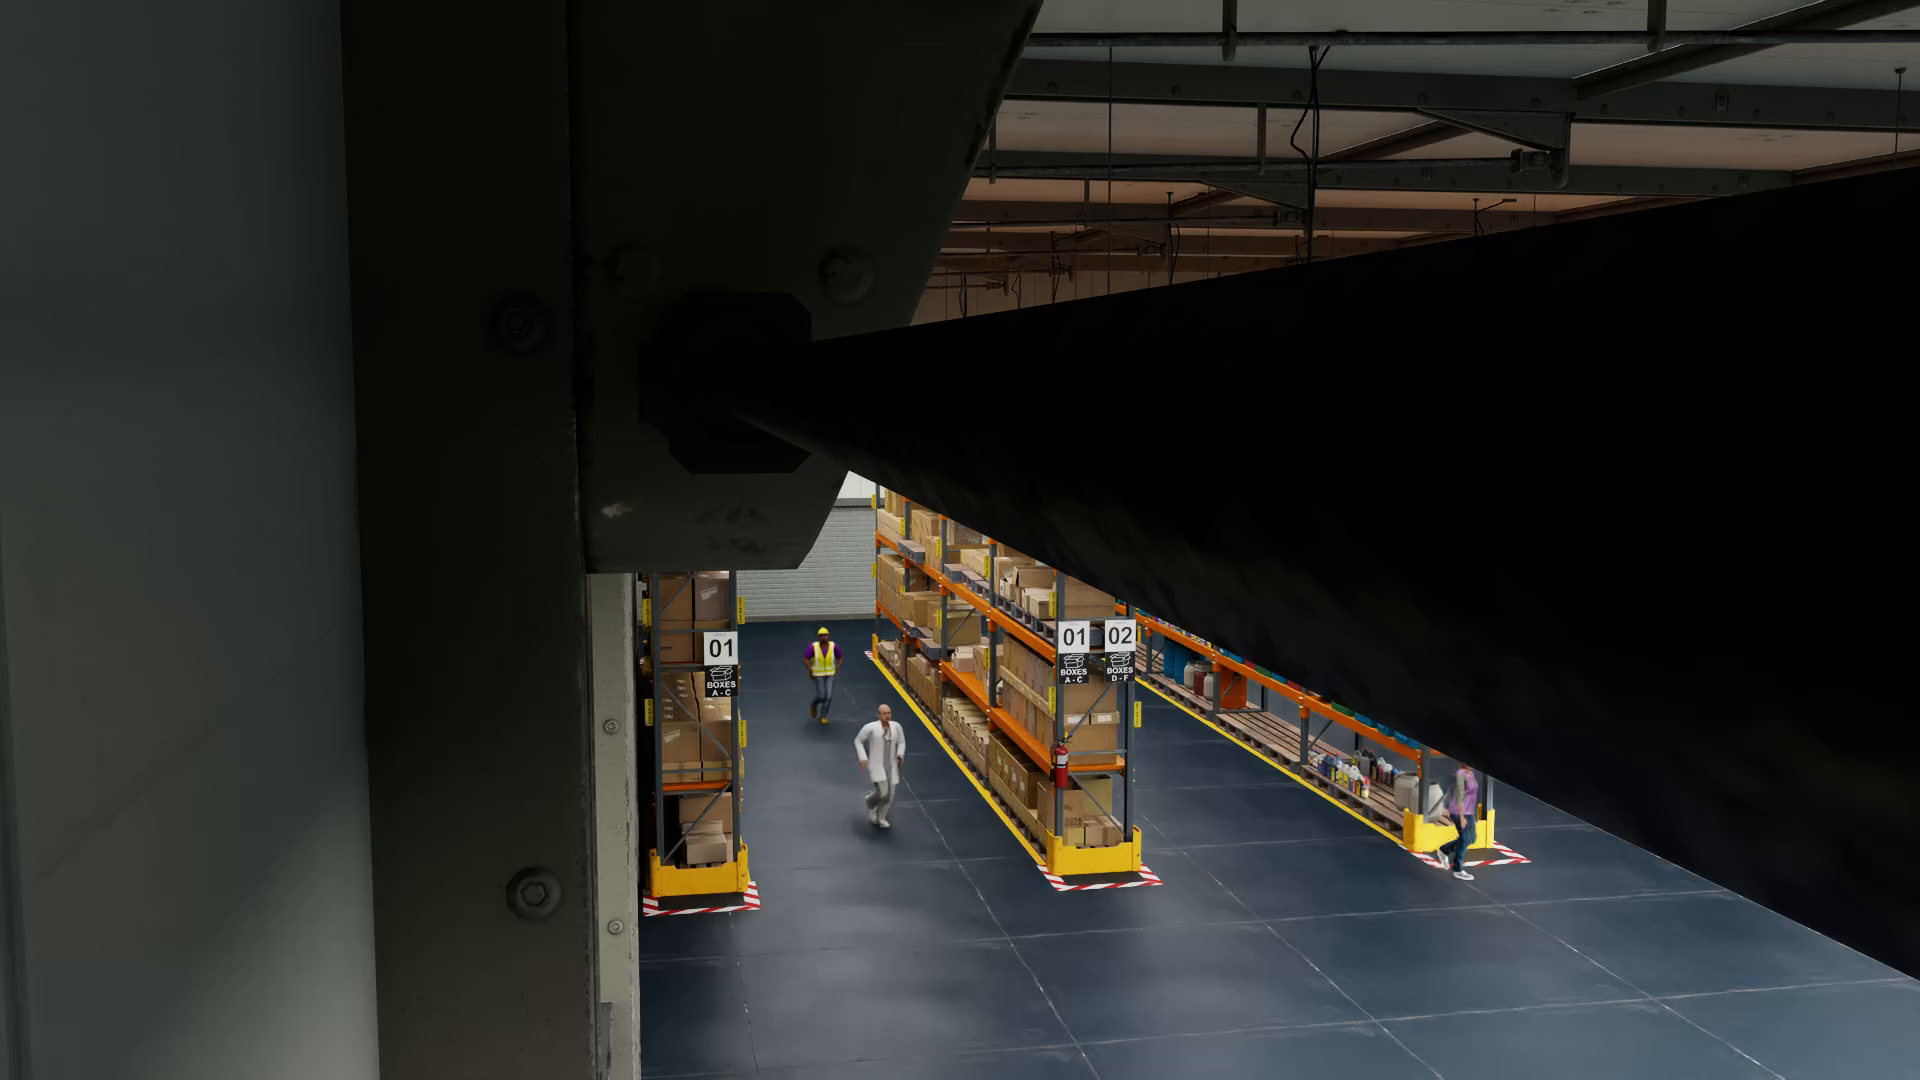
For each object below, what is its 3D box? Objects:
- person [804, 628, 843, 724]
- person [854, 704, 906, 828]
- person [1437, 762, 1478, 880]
[{"bbox_3d":[-2.426,2.424,29.746,0.677,1.731,0.616,-2,6,-16],"label":"person"},{"bbox_3d":[-1.046,3.123,22.885,0.699,1.730,0.668,-3,7,-27],"label":"person"},{"bbox_3d":[6.203,3.407,20.728,0.530,1.566,0.492,4,7,36],"label":"person"}]
